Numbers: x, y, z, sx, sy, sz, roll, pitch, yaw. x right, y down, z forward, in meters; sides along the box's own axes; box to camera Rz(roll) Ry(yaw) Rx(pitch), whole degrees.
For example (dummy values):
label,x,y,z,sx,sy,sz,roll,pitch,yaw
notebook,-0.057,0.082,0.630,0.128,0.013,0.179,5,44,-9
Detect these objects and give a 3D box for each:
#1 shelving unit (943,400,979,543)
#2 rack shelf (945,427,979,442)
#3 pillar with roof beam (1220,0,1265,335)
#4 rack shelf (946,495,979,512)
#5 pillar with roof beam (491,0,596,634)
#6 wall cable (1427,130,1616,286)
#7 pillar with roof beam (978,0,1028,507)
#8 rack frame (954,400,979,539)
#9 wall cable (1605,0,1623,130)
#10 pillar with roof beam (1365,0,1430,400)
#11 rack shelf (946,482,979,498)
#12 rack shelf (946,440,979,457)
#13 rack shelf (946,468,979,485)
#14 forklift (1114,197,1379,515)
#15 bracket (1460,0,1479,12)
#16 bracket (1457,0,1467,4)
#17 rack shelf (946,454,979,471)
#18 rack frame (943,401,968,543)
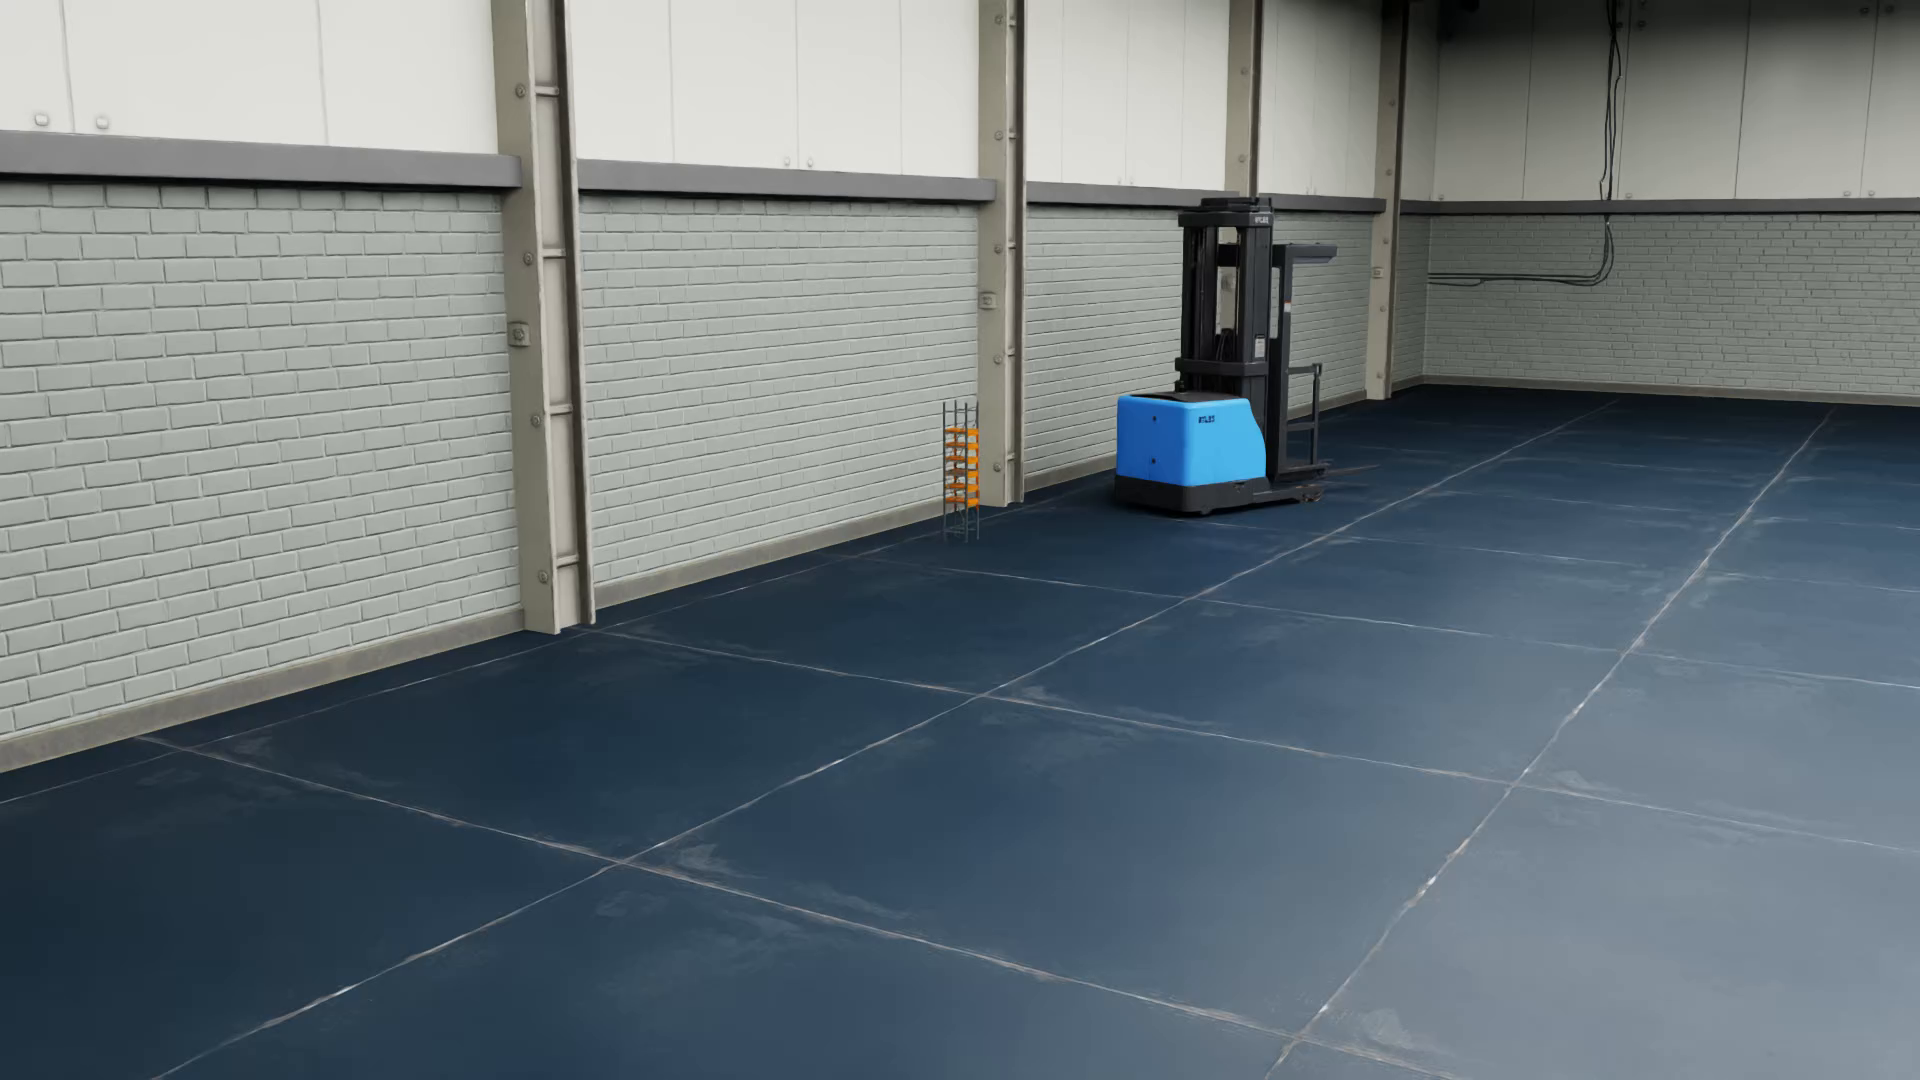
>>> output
label,x,y,z,sx,sy,sz,roll,pitch,yaw
shelving unit,0.008,-0.592,14.270,0.258,1.200,0.189,6,12,31
rack shelf,0.007,-0.902,14.212,0.258,0.103,0.180,6,12,31
pillar with roof beam,7.194,-5.318,18.322,9.100,9.000,0.400,6,12,31
rack shelf,0.008,-0.312,14.323,0.258,0.103,0.180,6,12,31
pillar with roof beam,0.964,-3.431,8.241,9.100,9.000,0.400,6,12,31
wall cable,9.290,-5.484,27.645,3.097,2.526,0.112,6,12,31
pillar with roof beam,4.079,-4.375,13.282,9.100,9.000,0.400,6,12,31
rack frame,0.055,-0.606,14.347,0.240,1.200,0.006,6,12,31
wall cable,11.602,-7.708,25.800,3.097,2.526,0.112,6,12,31
pillar with roof beam,10.309,-6.262,23.363,9.100,9.000,0.548,6,12,31
rack shelf,0.008,-0.430,14.301,0.258,0.103,0.180,6,12,31
rack shelf,0.007,-0.784,14.234,0.258,0.103,0.180,6,12,31
rack shelf,0.008,-0.548,14.279,0.258,0.103,0.180,6,12,31
forklift,2.966,-1.870,16.391,3.031,2.935,1.130,-8,13,-37
bracket,8.379,-8.847,27.387,0.235,0.232,0.430,6,12,31
bracket,8.073,-8.754,26.891,0.076,0.066,3.189,6,12,31
rack shelf,0.008,-0.666,14.257,0.258,0.103,0.180,6,12,31
rack frame,-0.040,-0.578,14.194,0.240,1.200,0.006,6,12,31
